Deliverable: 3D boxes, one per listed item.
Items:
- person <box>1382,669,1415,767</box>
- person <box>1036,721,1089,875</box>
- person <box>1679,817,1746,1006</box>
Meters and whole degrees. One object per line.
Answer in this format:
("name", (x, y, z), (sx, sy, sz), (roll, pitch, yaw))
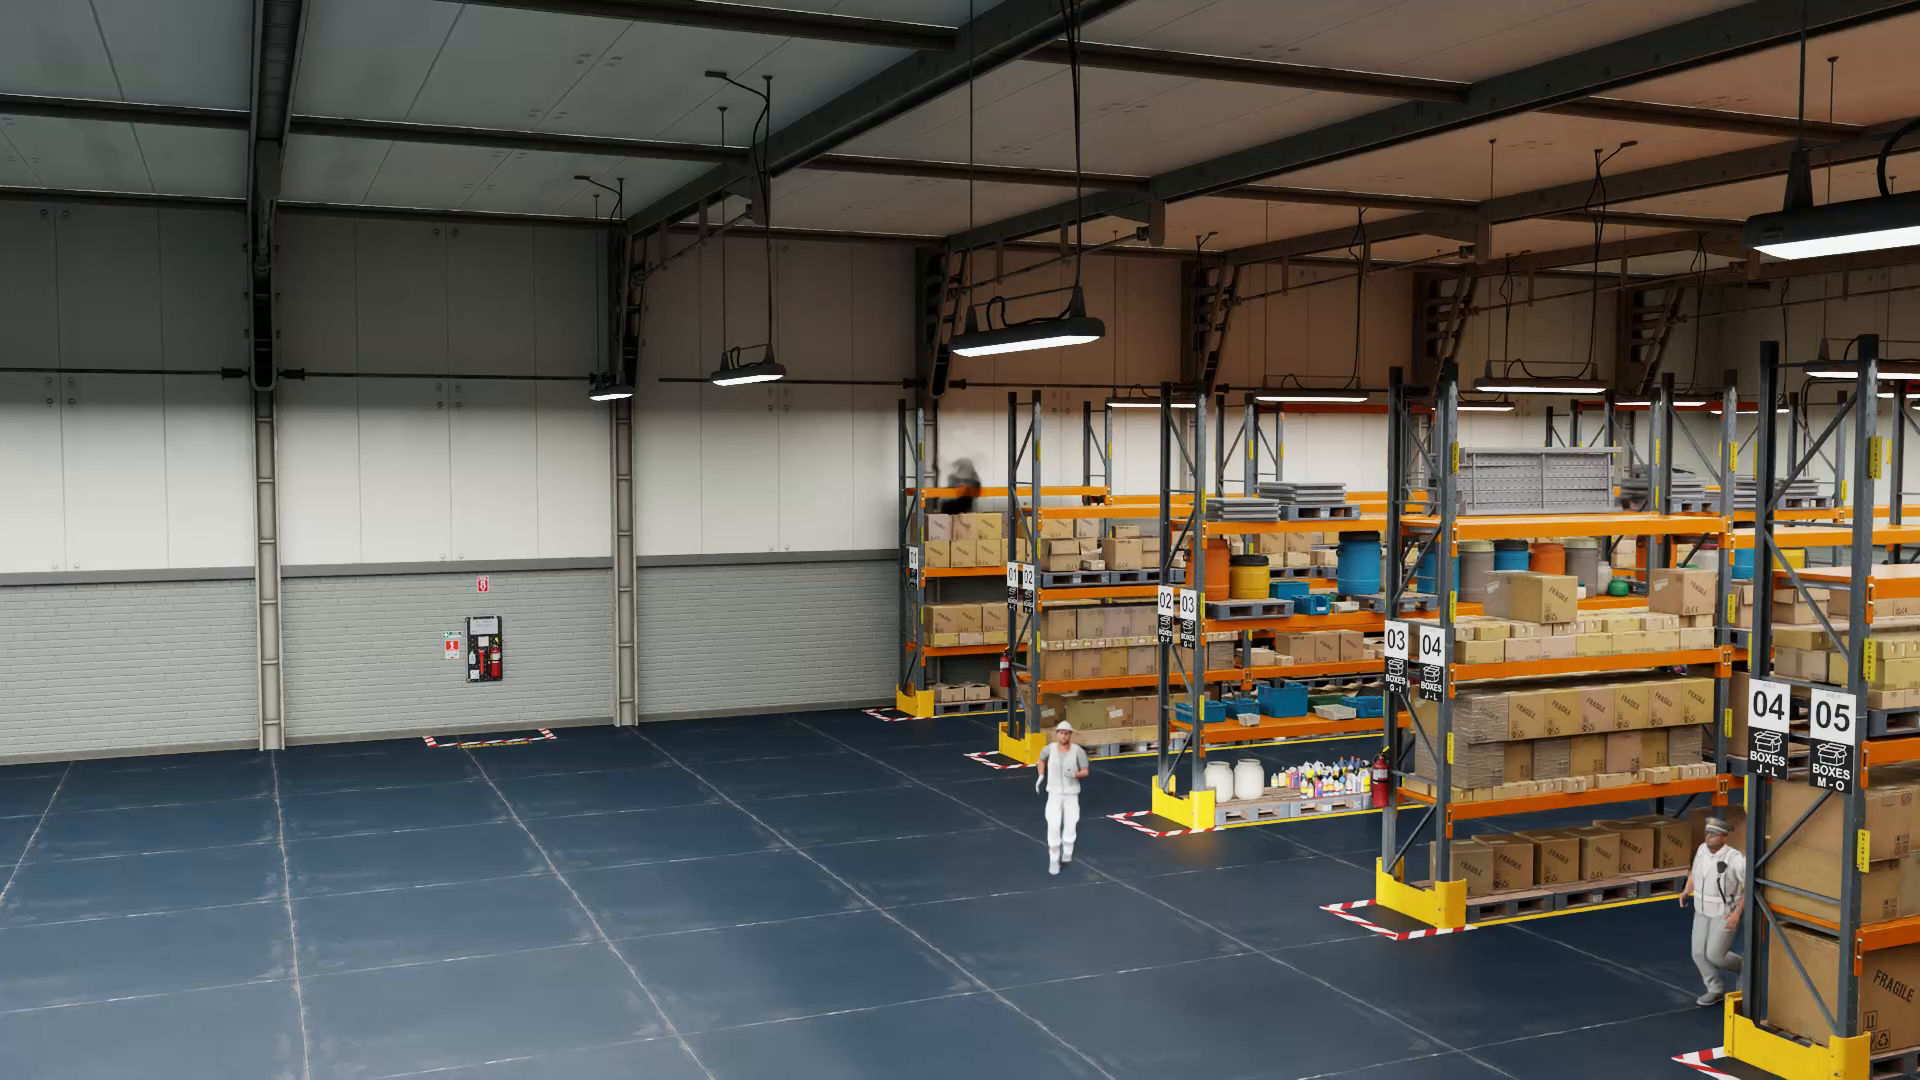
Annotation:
("person", (6.867, 2.771, 26.025), (0.921, 1.681, 0.611), (-2, 4, -26))
("person", (1.234, 3.105, 20.049), (0.647, 1.853, 0.768), (0, 3, 4))
("person", (6.994, 3.400, 15.315), (0.623, 1.738, 0.681), (-2, 4, -24))
